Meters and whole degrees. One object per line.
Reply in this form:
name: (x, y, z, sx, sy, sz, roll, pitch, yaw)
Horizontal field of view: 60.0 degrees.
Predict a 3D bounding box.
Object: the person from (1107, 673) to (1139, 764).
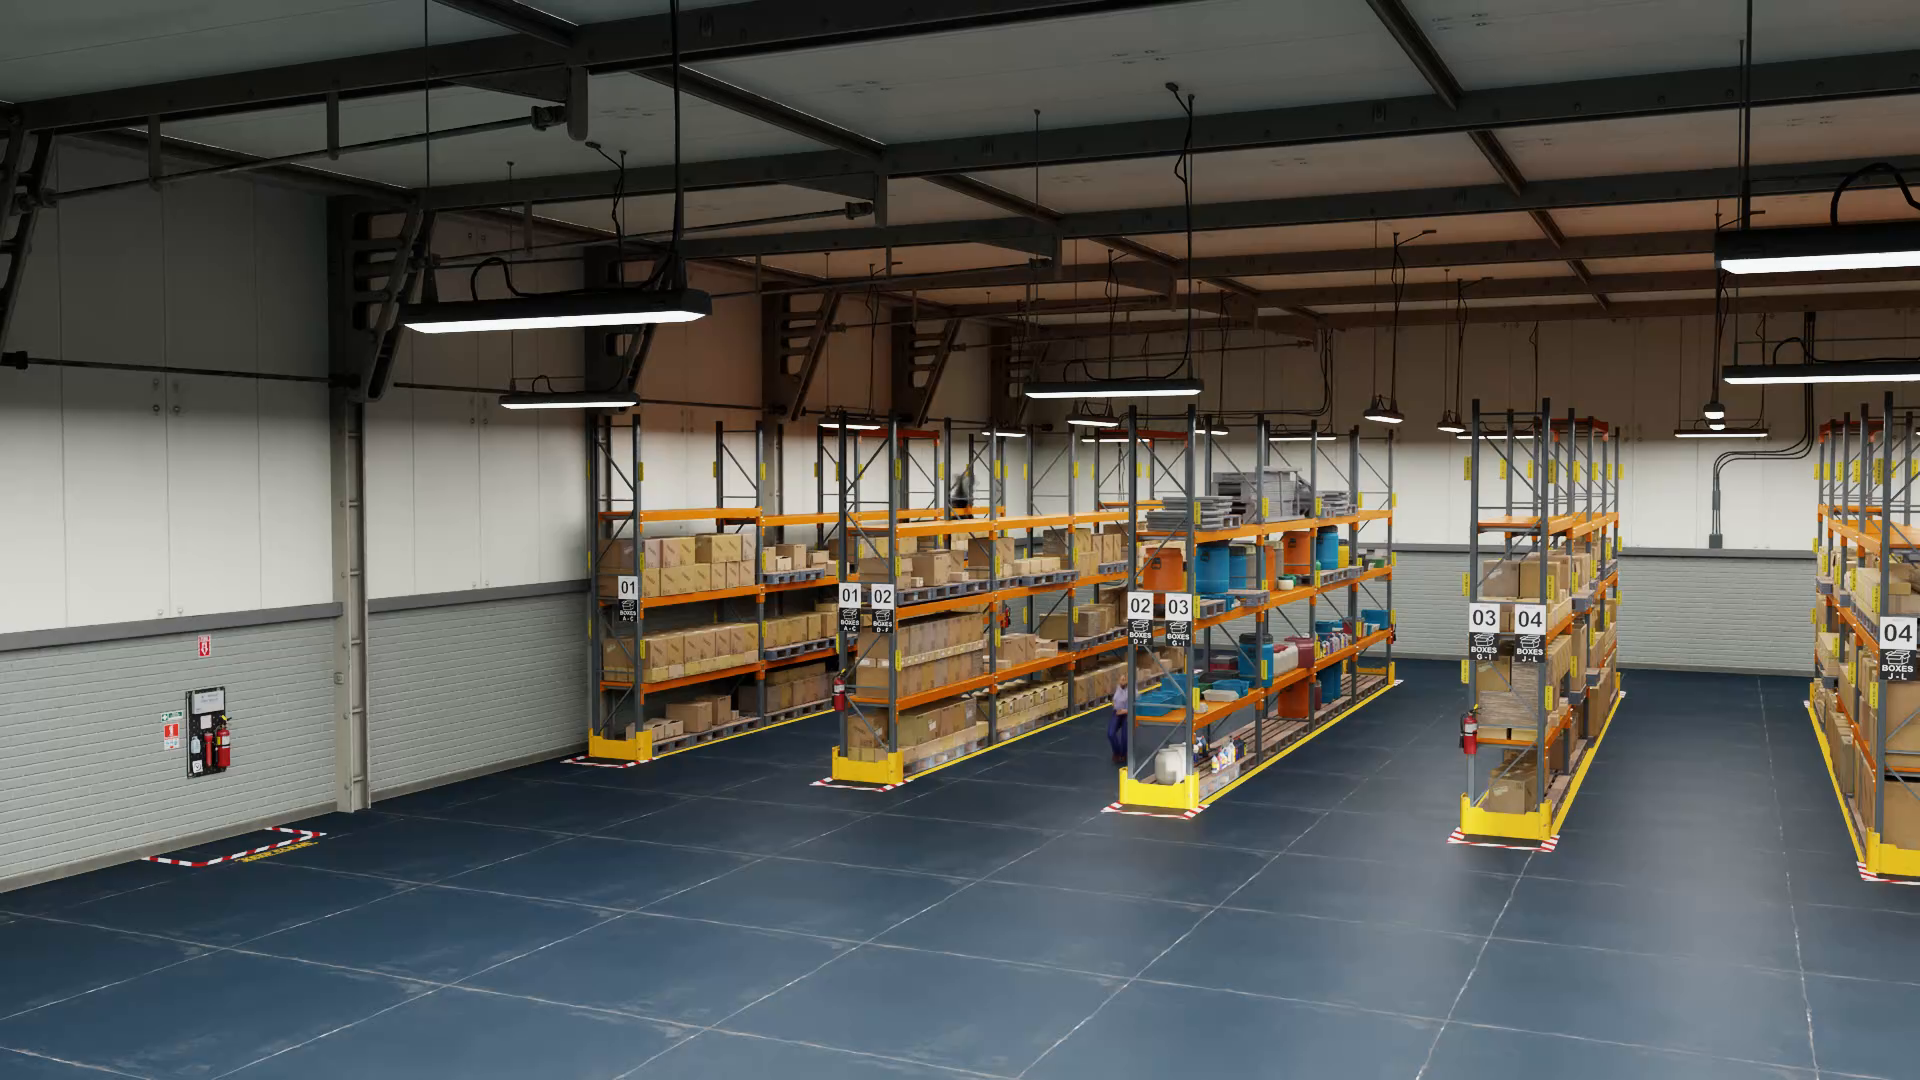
person: (2.842, 3.064, 28.469, 0.583, 1.607, 0.728, 1, 3, 31)
